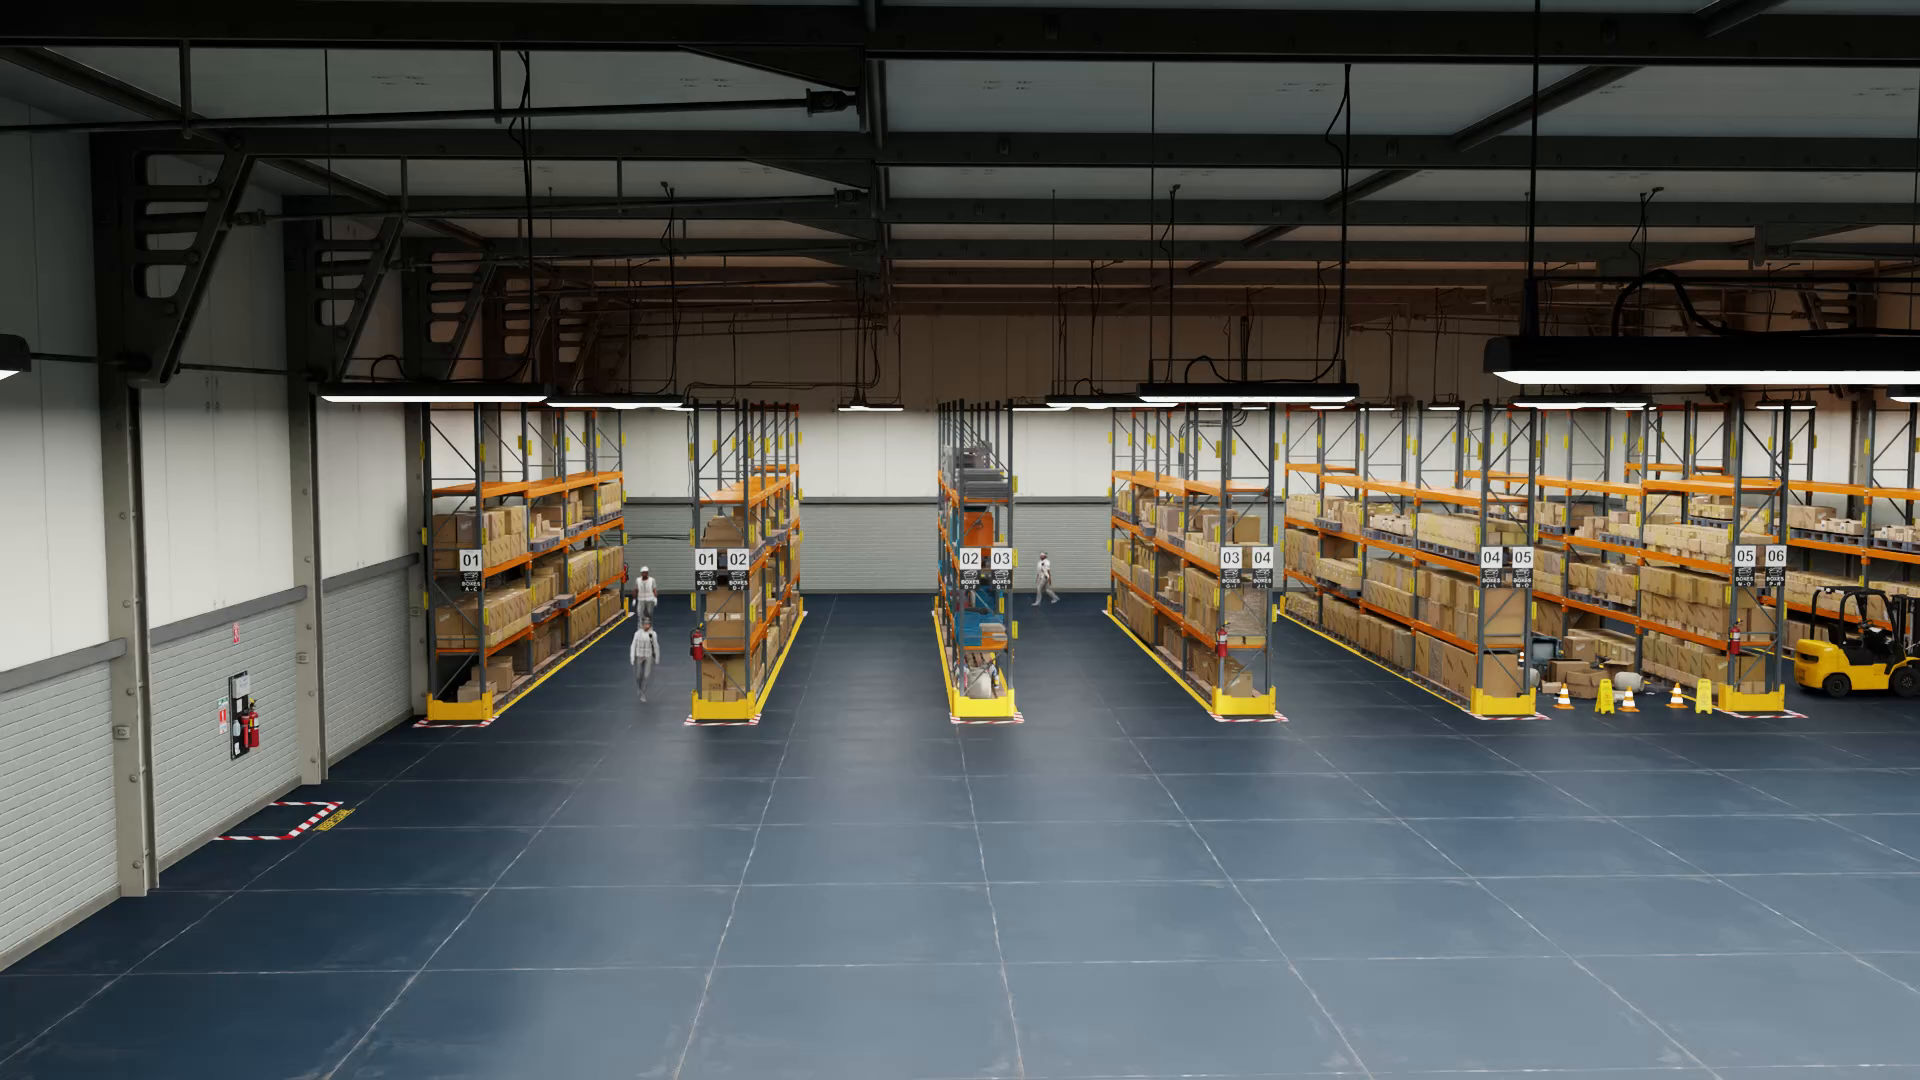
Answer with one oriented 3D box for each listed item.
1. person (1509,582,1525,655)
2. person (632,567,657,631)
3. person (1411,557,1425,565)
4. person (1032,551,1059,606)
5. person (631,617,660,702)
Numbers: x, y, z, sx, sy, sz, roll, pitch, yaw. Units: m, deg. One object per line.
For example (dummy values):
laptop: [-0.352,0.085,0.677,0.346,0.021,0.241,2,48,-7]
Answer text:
person: [13.177,1.871,39.373,0.511,1.801,0.701,-1,4,-15]
person: [-8.181,1.557,43.099,0.682,1.720,1.039,0,4,-1]
person: [13.710,1.074,49.756,1.125,1.734,0.576,0,4,-6]
person: [2.535,1.132,49.485,0.953,1.642,0.456,-2,5,-21]
person: [-6.320,2.380,33.398,0.569,1.685,0.739,-1,4,-8]
